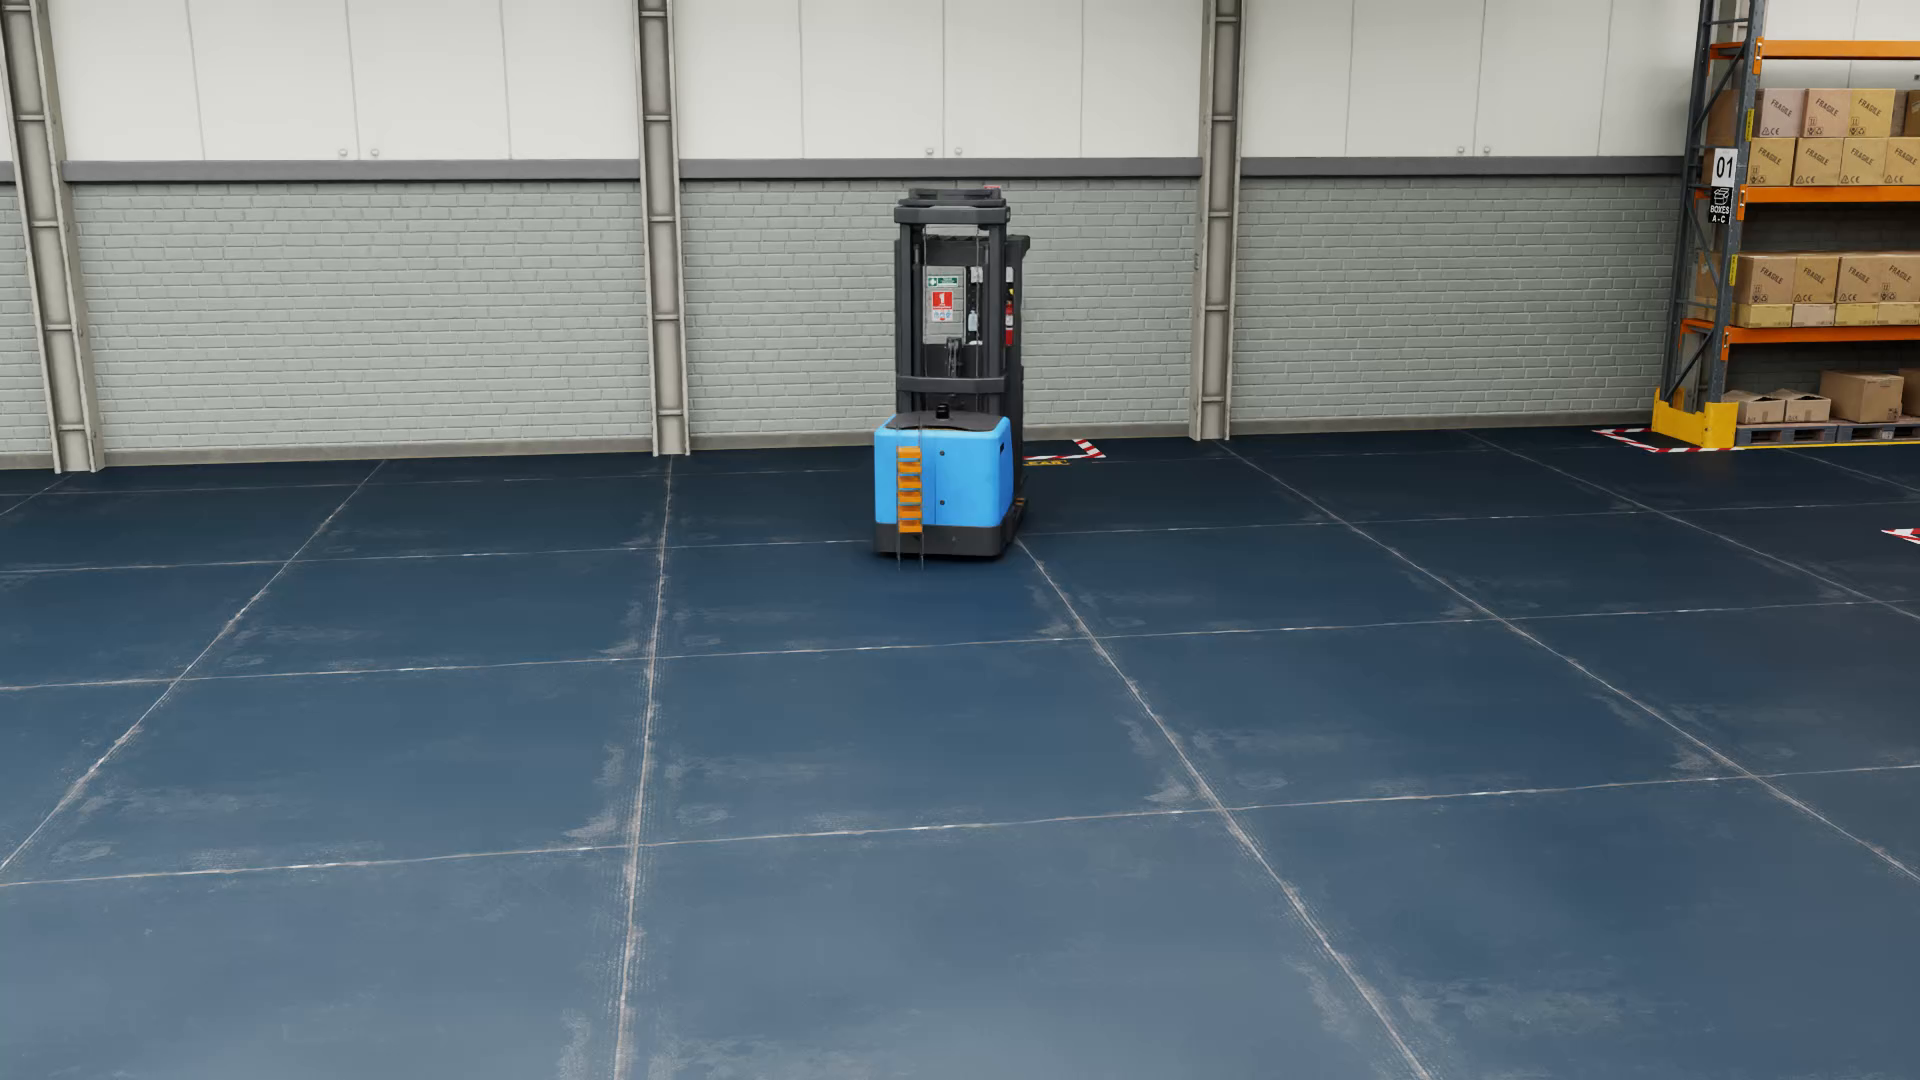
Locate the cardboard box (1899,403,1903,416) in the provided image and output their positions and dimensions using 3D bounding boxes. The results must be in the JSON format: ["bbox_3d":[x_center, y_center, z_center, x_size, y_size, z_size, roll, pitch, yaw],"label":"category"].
[{"bbox_3d":[10.560,-1.521,19.076,0.250,0.149,0.380,-3,14,-13],"label":"cardboard box"}]

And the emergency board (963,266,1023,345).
[{"bbox_3d":[0.370,-2.534,18.160,0.643,1.169,0.194,-2,14,-8],"label":"emergency board"}]

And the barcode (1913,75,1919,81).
[{"bbox_3d":[10.706,-5.173,18.610,0.075,0.075,0.001,-2,14,-8],"label":"barcode"}]

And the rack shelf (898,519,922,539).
[{"bbox_3d":[-0.403,-0.090,13.281,0.180,0.103,0.258,-1,14,-6],"label":"rack shelf"}]

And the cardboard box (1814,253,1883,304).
[{"bbox_3d":[9.708,-2.877,18.252,0.500,0.500,0.500,-3,14,-10],"label":"cardboard box"}]

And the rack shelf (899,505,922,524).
[{"bbox_3d":[-0.403,-0.206,13.252,0.180,0.103,0.258,-1,14,-6],"label":"rack shelf"}]

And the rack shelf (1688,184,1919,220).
[{"bbox_3d":[10.167,-3.777,18.428,4.000,0.370,1.077,-2,14,-8],"label":"rack shelf"}]

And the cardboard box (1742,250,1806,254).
[{"bbox_3d":[9.123,-2.983,18.676,0.500,0.500,0.500,-2,14,-8],"label":"cardboard box"}]

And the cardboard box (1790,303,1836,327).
[{"bbox_3d":[9.230,-2.499,18.287,0.500,0.250,0.500,-3,14,-10],"label":"cardboard box"}]

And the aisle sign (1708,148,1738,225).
[{"bbox_3d":[8.163,-3.785,17.802,0.004,0.787,0.394,-2,14,-8],"label":"aisle sign"}]

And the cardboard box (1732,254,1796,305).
[{"bbox_3d":[8.706,-2.844,18.122,0.500,0.500,0.500,-2,14,-8],"label":"cardboard box"}]

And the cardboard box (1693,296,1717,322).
[{"bbox_3d":[8.623,-2.599,18.686,0.500,0.250,0.500,-2,14,-7],"label":"cardboard box"}]

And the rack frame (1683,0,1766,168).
[{"bbox_3d":[8.189,-5.508,17.687,0.127,3.000,1.000,-2,14,-8],"label":"rack frame"}]

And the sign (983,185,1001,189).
[{"bbox_3d":[0.347,-3.682,17.972,0.199,0.298,0.001,-2,14,-8],"label":"sign"}]

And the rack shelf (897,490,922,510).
[{"bbox_3d":[-0.403,-0.322,13.223,0.180,0.103,0.258,-1,14,-6],"label":"rack shelf"}]

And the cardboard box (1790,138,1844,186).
[{"bbox_3d":[9.093,-4.074,17.889,0.500,0.500,0.500,-1,14,-5],"label":"cardboard box"}]

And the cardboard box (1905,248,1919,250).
[{"bbox_3d":[11.137,-3.059,18.980,0.500,0.500,0.500,-2,14,-9],"label":"cardboard box"}]

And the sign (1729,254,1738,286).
[{"bbox_3d":[8.270,-2.888,17.791,0.005,0.325,0.100,-2,14,-8],"label":"sign"}]

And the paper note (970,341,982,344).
[{"bbox_3d":[0.185,-2.117,18.308,0.142,0.148,0.016,-2,14,-8],"label":"paper note"}]

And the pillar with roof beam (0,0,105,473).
[{"bbox_3d":[-8.405,-4.054,11.887,0.400,9.000,9.100,-2,14,-8],"label":"pillar with roof beam"}]

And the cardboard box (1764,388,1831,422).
[{"bbox_3d":[9.450,-1.532,18.786,0.500,0.311,0.500,-1,14,-4],"label":"cardboard box"}]

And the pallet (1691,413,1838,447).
[{"bbox_3d":[9.073,-1.270,18.850,1.213,0.211,1.003,-2,14,-8],"label":"pallet"}]

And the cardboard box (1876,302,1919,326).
[{"bbox_3d":[10.235,-2.534,18.426,0.500,0.250,0.500,-2,14,-8],"label":"cardboard box"}]

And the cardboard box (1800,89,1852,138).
[{"bbox_3d":[9.110,-4.558,17.762,0.500,0.500,0.500,-2,14,-9],"label":"cardboard box"}]

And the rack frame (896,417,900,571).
[{"bbox_3d":[-0.494,-0.363,13.203,0.006,1.200,0.240,-1,14,-6],"label":"rack frame"}]

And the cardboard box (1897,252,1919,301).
[{"bbox_3d":[10.731,-2.917,18.414,0.500,0.500,0.500,-3,14,-10],"label":"cardboard box"}]

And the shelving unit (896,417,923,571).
[{"bbox_3d":[-0.403,-0.365,13.212,0.189,1.200,0.258,-1,14,-6],"label":"shelving unit"}]

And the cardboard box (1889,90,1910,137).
[{"bbox_3d":[10.104,-4.726,18.433,0.500,0.500,0.500,-2,14,-8],"label":"cardboard box"}]

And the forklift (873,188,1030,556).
[{"bbox_3d":[0.019,-1.602,14.586,1.130,2.935,3.031,2,14,8],"label":"forklift"}]

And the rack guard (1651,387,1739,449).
[{"bbox_3d":[8.264,-1.389,18.732,0.348,0.500,1.175,-2,14,-8],"label":"rack guard"}]

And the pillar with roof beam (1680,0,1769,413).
[{"bbox_3d":[9.394,-4.706,14.488,0.400,9.000,9.100,-2,14,-8],"label":"pillar with roof beam"}]

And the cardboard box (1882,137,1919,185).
[{"bbox_3d":[10.133,-4.119,18.066,0.500,0.500,0.500,-1,14,-5],"label":"cardboard box"}]

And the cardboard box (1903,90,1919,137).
[{"bbox_3d":[10.634,-4.614,17.986,0.500,0.500,0.500,-3,14,-10],"label":"cardboard box"}]

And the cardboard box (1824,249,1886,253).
[{"bbox_3d":[10.131,-3.021,18.828,0.500,0.500,0.500,-2,14,-8],"label":"cardboard box"}]
